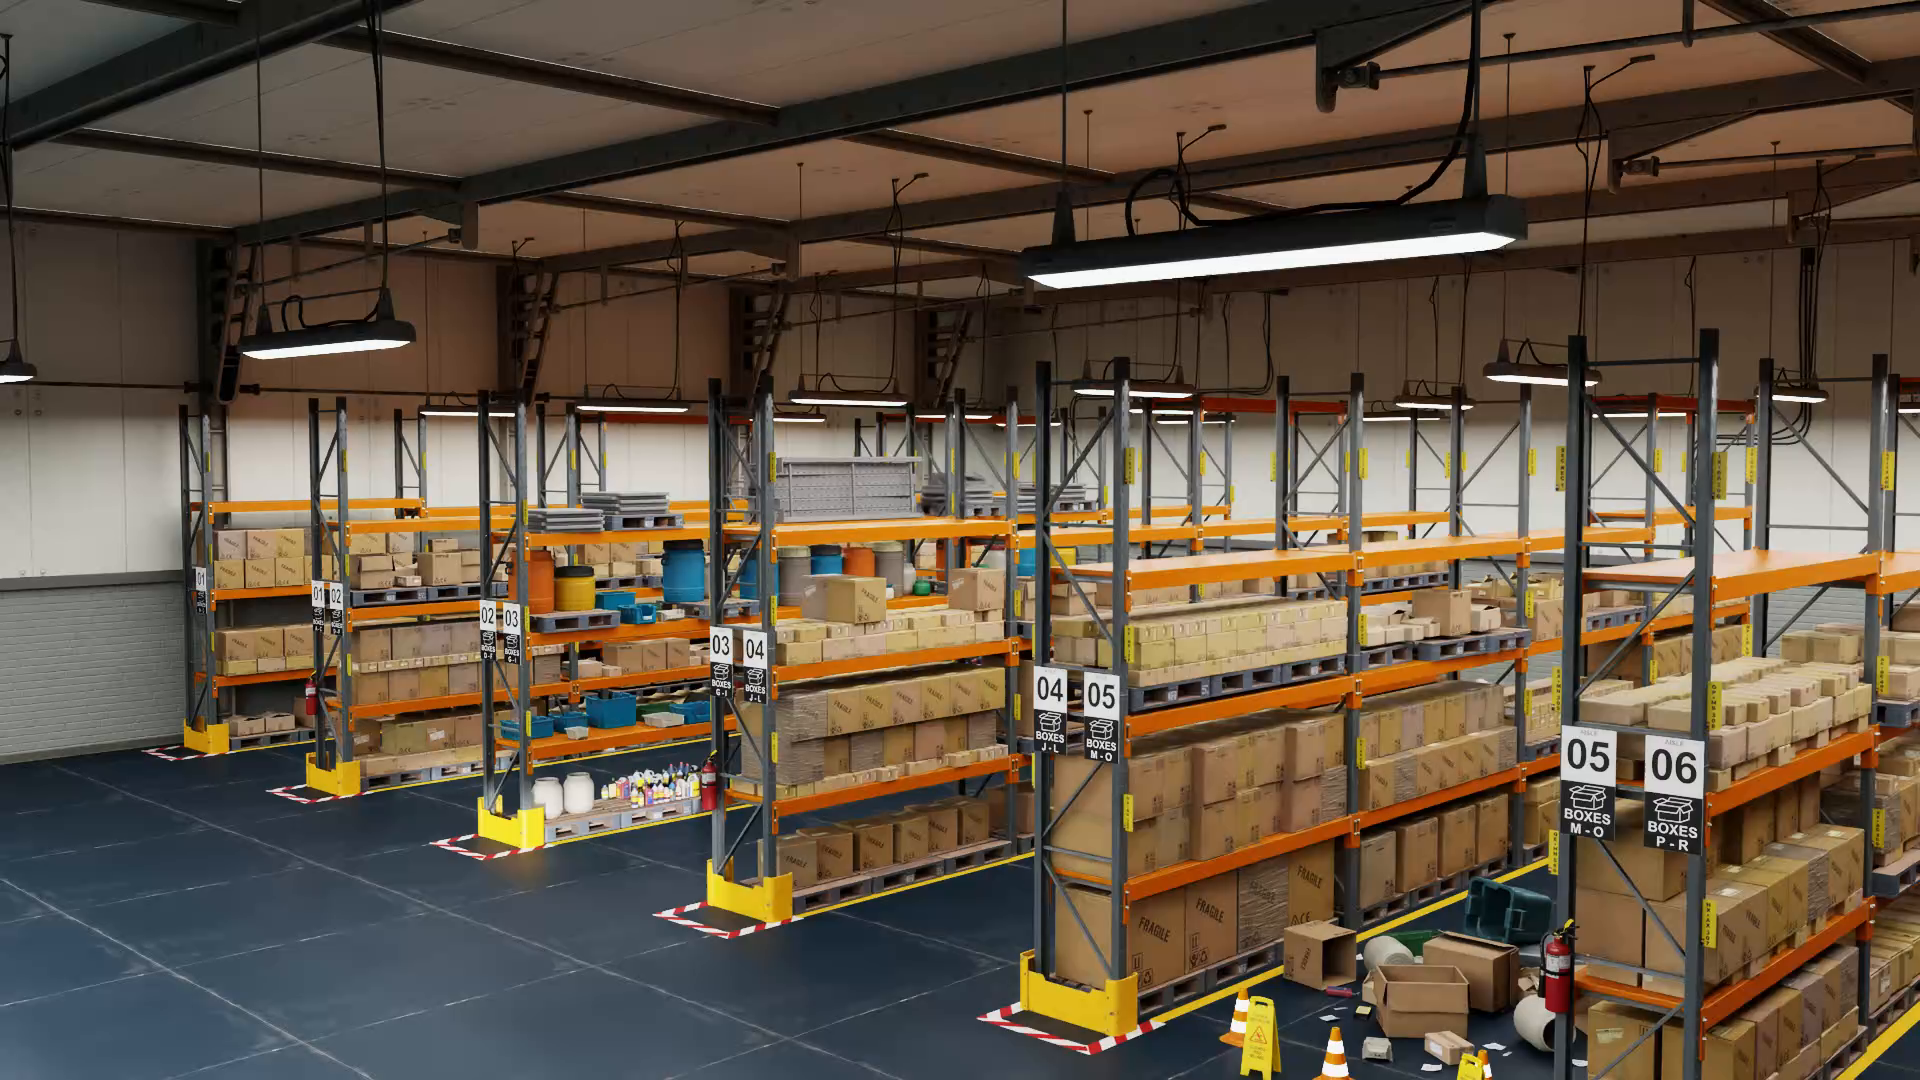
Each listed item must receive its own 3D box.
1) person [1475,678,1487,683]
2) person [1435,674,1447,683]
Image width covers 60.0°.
[{"bbox_3d":[7.715,2.942,24.722,1.051,1.757,0.675,-3,4,-42],"label":"person"},{"bbox_3d":[7.710,2.952,26.661,0.569,1.648,0.691,3,4,41],"label":"person"}]
